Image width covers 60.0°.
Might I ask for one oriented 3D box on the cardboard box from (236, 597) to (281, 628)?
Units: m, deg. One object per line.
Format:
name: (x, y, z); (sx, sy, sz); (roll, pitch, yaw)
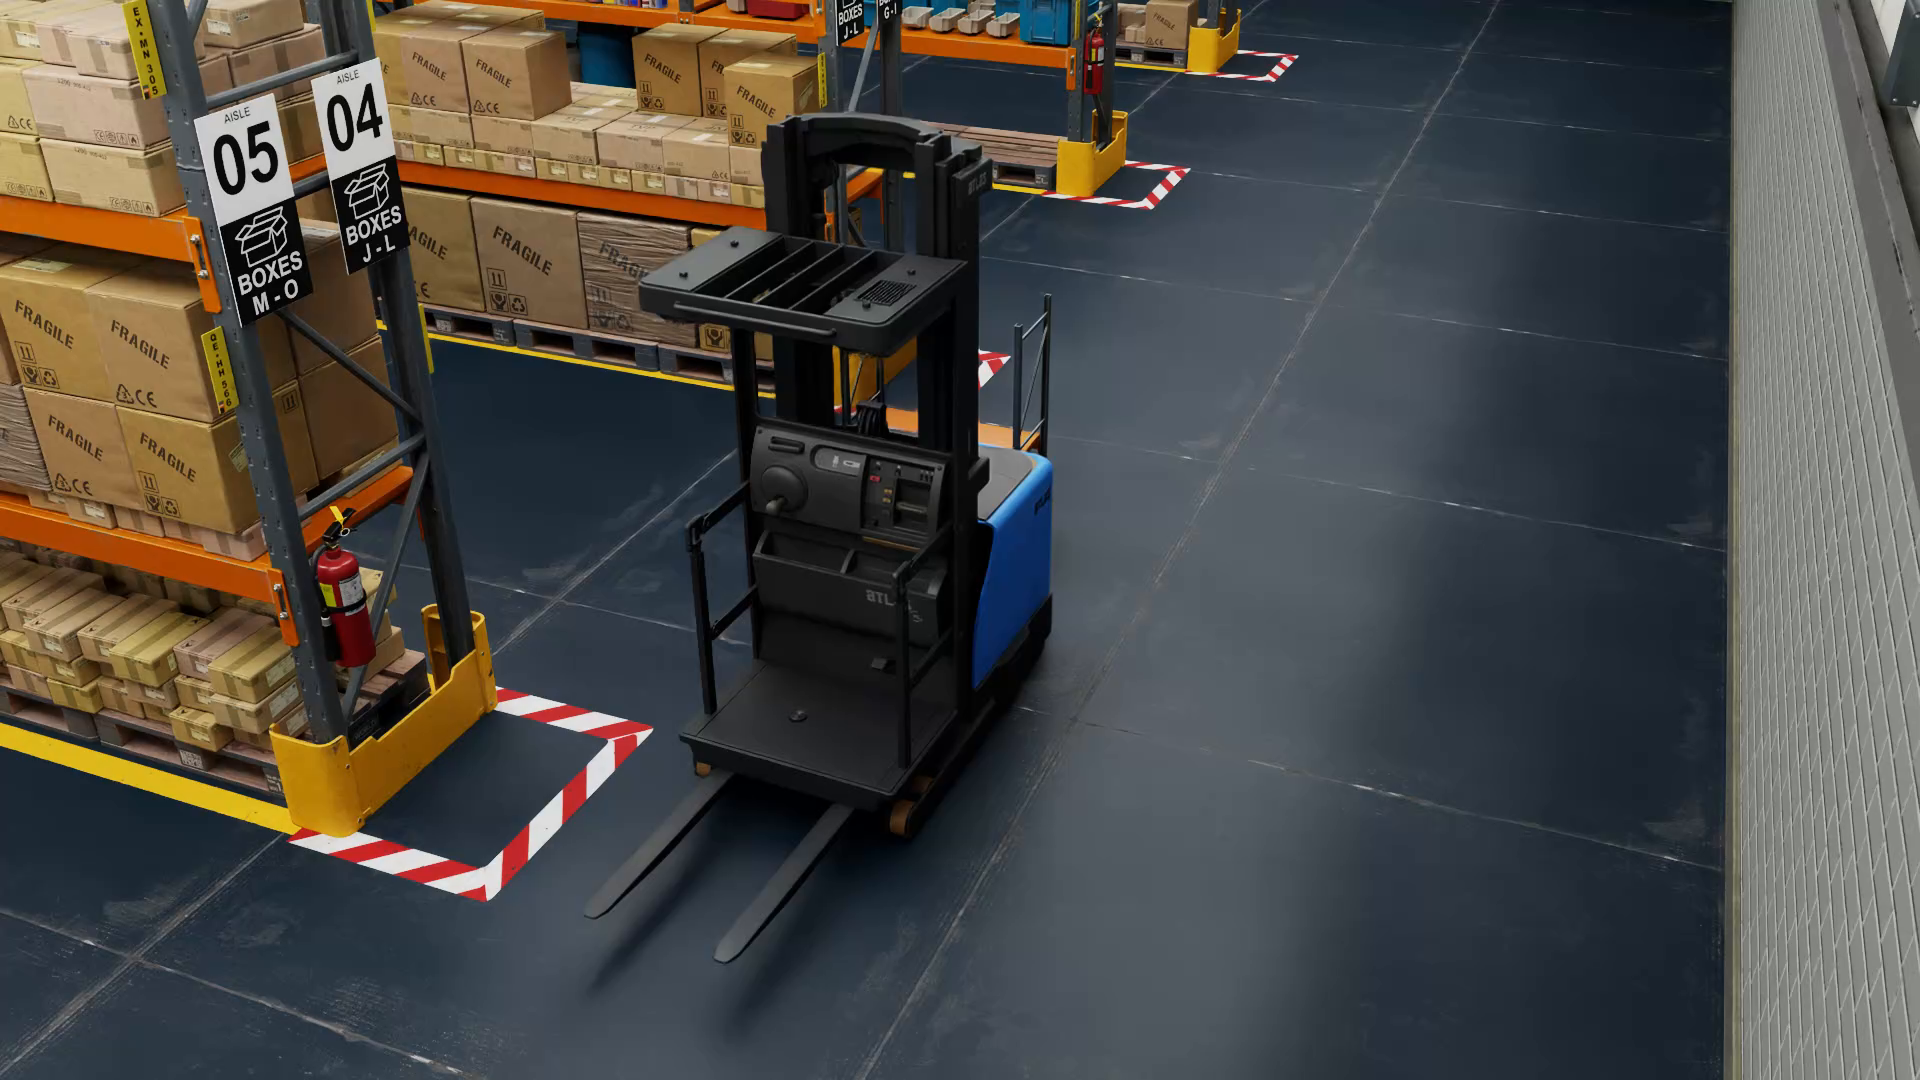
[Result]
cardboard box: (-3.253, 0.297, 8.042); (0.250, 0.149, 0.380); (12, 32, 20)

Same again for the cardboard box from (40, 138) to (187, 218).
cardboard box: (-3.116, -1.458, 6.386); (0.500, 0.250, 0.500); (11, 31, 18)

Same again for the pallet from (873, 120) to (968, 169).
pallet: (-0.650, -3.938, 16.503); (1.213, 0.211, 1.003); (11, 31, 19)

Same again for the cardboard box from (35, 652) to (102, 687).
cardboard box: (-4.158, 0.522, 7.947); (0.250, 0.149, 0.380); (12, 32, 20)

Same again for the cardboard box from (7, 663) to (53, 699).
cardboard box: (-4.389, 0.594, 8.121); (0.250, 0.149, 0.380); (12, 32, 20)

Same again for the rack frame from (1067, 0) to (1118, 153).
rack frame: (1.226, -4.756, 15.115); (0.127, 3.000, 1.000); (11, 31, 19)

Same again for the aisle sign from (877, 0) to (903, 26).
aisle sign: (-0.457, -3.752, 10.698); (0.004, 0.787, 0.394); (11, 31, 19)

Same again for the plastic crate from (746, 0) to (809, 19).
plastic crate: (-1.747, -5.270, 15.899); (0.583, 0.464, 0.402); (11, 31, 19)

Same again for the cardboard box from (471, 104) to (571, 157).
cardboard box: (-3.065, -2.908, 11.696); (0.500, 0.250, 0.500); (12, 32, 20)

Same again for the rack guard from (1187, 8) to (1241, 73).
rack guard: (3.021, -5.939, 19.750); (0.348, 0.500, 1.175); (11, 31, 19)

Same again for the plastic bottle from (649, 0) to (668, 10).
plastic bottle: (-2.967, -5.367, 16.323); (0.135, 0.276, 0.152); (11, 31, 19)

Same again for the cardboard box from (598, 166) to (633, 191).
cardboard box: (-2.277, -2.540, 11.450); (0.250, 0.149, 0.380); (11, 31, 19)

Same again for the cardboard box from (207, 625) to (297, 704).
cardboard box: (-3.181, 0.563, 7.572); (0.250, 0.149, 0.380); (12, 32, 20)

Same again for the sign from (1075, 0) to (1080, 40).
sign: (1.034, -4.573, 14.626); (0.005, 0.325, 0.100); (11, 31, 19)

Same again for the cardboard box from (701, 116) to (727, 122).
cardboard box: (-1.464, -2.866, 11.623); (0.500, 0.250, 0.500); (11, 31, 19)

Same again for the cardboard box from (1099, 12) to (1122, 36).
cardboard box: (1.626, -6.186, 19.992); (0.500, 0.250, 0.500); (11, 31, 19)

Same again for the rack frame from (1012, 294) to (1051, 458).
rack frame: (0.392, -0.575, 9.243); (0.032, 1.500, 0.500); (11, 31, 19)

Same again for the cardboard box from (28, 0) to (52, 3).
cardboard box: (-3.766, -2.233, 6.844); (0.250, 0.149, 0.380); (12, 32, 21)

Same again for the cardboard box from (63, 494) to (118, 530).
cardboard box: (-3.703, -0.216, 7.338); (0.250, 0.149, 0.380); (12, 32, 20)

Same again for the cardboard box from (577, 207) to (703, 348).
cardboard box: (-2.103, -2.005, 11.982); (0.875, 0.875, 0.875); (11, 31, 19)

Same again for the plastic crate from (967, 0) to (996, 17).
plastic crate: (0.226, -5.085, 15.905); (0.298, 0.136, 0.250); (11, 31, 19)

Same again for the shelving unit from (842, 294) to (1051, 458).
shelving unit: (-0.071, -0.667, 9.406); (1.083, 1.500, 0.587); (11, 31, 19)

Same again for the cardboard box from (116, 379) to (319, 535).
cardboard box: (-3.108, -0.393, 6.993); (0.500, 0.500, 0.500); (12, 32, 20)

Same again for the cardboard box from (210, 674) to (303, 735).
cardboard box: (-3.191, 0.707, 7.619); (0.250, 0.149, 0.380); (10, 31, 18)

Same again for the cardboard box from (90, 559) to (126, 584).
cardboard box: (-4.179, 0.059, 8.464); (0.250, 0.149, 0.380); (12, 32, 20)

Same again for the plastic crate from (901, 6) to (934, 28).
plastic crate: (-0.409, -4.882, 15.546); (0.250, 0.136, 0.298); (11, 31, 19)

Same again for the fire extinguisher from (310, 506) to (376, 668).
fire extinguisher: (-2.535, 0.199, 6.808); (0.183, 0.674, 0.296); (11, 31, 19)

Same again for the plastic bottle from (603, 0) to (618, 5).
plastic bottle: (-3.455, -5.495, 16.473); (0.185, 0.351, 0.144); (11, 31, 19)

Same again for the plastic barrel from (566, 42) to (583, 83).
plastic barrel: (-4.124, -4.980, 17.614); (0.421, 0.512, 0.421); (0, 29, 0)

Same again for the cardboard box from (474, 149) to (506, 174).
cardboard box: (-3.224, -2.729, 11.786); (0.250, 0.149, 0.380); (11, 31, 18)

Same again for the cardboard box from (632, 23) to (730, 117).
cardboard box: (-1.925, -3.285, 11.602); (0.500, 0.500, 0.500); (10, 31, 18)

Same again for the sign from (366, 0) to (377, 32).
sign: (-2.391, -2.188, 6.636); (0.005, 0.325, 0.100); (11, 31, 19)

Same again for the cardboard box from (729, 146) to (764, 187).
cardboard box: (-1.185, -2.530, 11.028); (0.500, 0.250, 0.500); (11, 31, 18)

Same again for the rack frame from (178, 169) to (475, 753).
rack frame: (-2.595, -0.254, 7.152); (0.127, 3.000, 1.000); (11, 31, 19)

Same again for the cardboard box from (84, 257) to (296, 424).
cardboard box: (-3.112, -0.834, 6.757); (0.500, 0.500, 0.500); (11, 31, 18)

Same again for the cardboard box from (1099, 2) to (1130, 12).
cardboard box: (1.768, -6.423, 20.412); (0.500, 0.250, 0.500); (11, 31, 19)

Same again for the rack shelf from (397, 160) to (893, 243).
rack shelf: (-2.489, -2.554, 11.951); (4.000, 0.370, 1.077); (11, 31, 19)

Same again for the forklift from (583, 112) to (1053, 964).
forklift: (-0.585, -0.196, 7.118); (1.130, 2.935, 3.031); (12, 32, 21)

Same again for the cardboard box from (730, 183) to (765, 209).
cardboard box: (-1.331, -2.351, 11.116); (0.250, 0.149, 0.380); (12, 31, 20)

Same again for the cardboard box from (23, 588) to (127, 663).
cardboard box: (-4.165, 0.399, 7.862); (0.250, 0.149, 0.380); (12, 32, 21)

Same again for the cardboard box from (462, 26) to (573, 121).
cardboard box: (-3.058, -3.234, 11.511); (0.500, 0.500, 0.500); (10, 31, 18)

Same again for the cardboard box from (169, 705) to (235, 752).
cardboard box: (-3.437, 0.800, 7.756); (0.250, 0.149, 0.380); (12, 32, 21)

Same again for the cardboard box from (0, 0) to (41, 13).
cardboard box: (-3.729, -1.951, 6.343); (0.250, 0.149, 0.380); (12, 32, 20)

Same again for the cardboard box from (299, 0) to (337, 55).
cardboard box: (-4.938, -3.832, 12.360); (0.637, 0.503, 0.797); (10, 31, 18)

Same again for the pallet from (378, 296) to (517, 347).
pallet: (-3.668, -1.847, 12.803); (1.213, 0.211, 1.003); (11, 31, 19)

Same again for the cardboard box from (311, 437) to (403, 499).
cardboard box: (-2.772, -0.354, 7.584); (0.250, 0.149, 0.380); (11, 31, 19)

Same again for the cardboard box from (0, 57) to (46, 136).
cardboard box: (-3.591, -1.776, 6.439); (0.500, 0.250, 0.500); (10, 31, 18)

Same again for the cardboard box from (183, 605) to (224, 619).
cardboard box: (-3.673, 0.282, 8.371); (0.250, 0.149, 0.380); (12, 32, 21)
